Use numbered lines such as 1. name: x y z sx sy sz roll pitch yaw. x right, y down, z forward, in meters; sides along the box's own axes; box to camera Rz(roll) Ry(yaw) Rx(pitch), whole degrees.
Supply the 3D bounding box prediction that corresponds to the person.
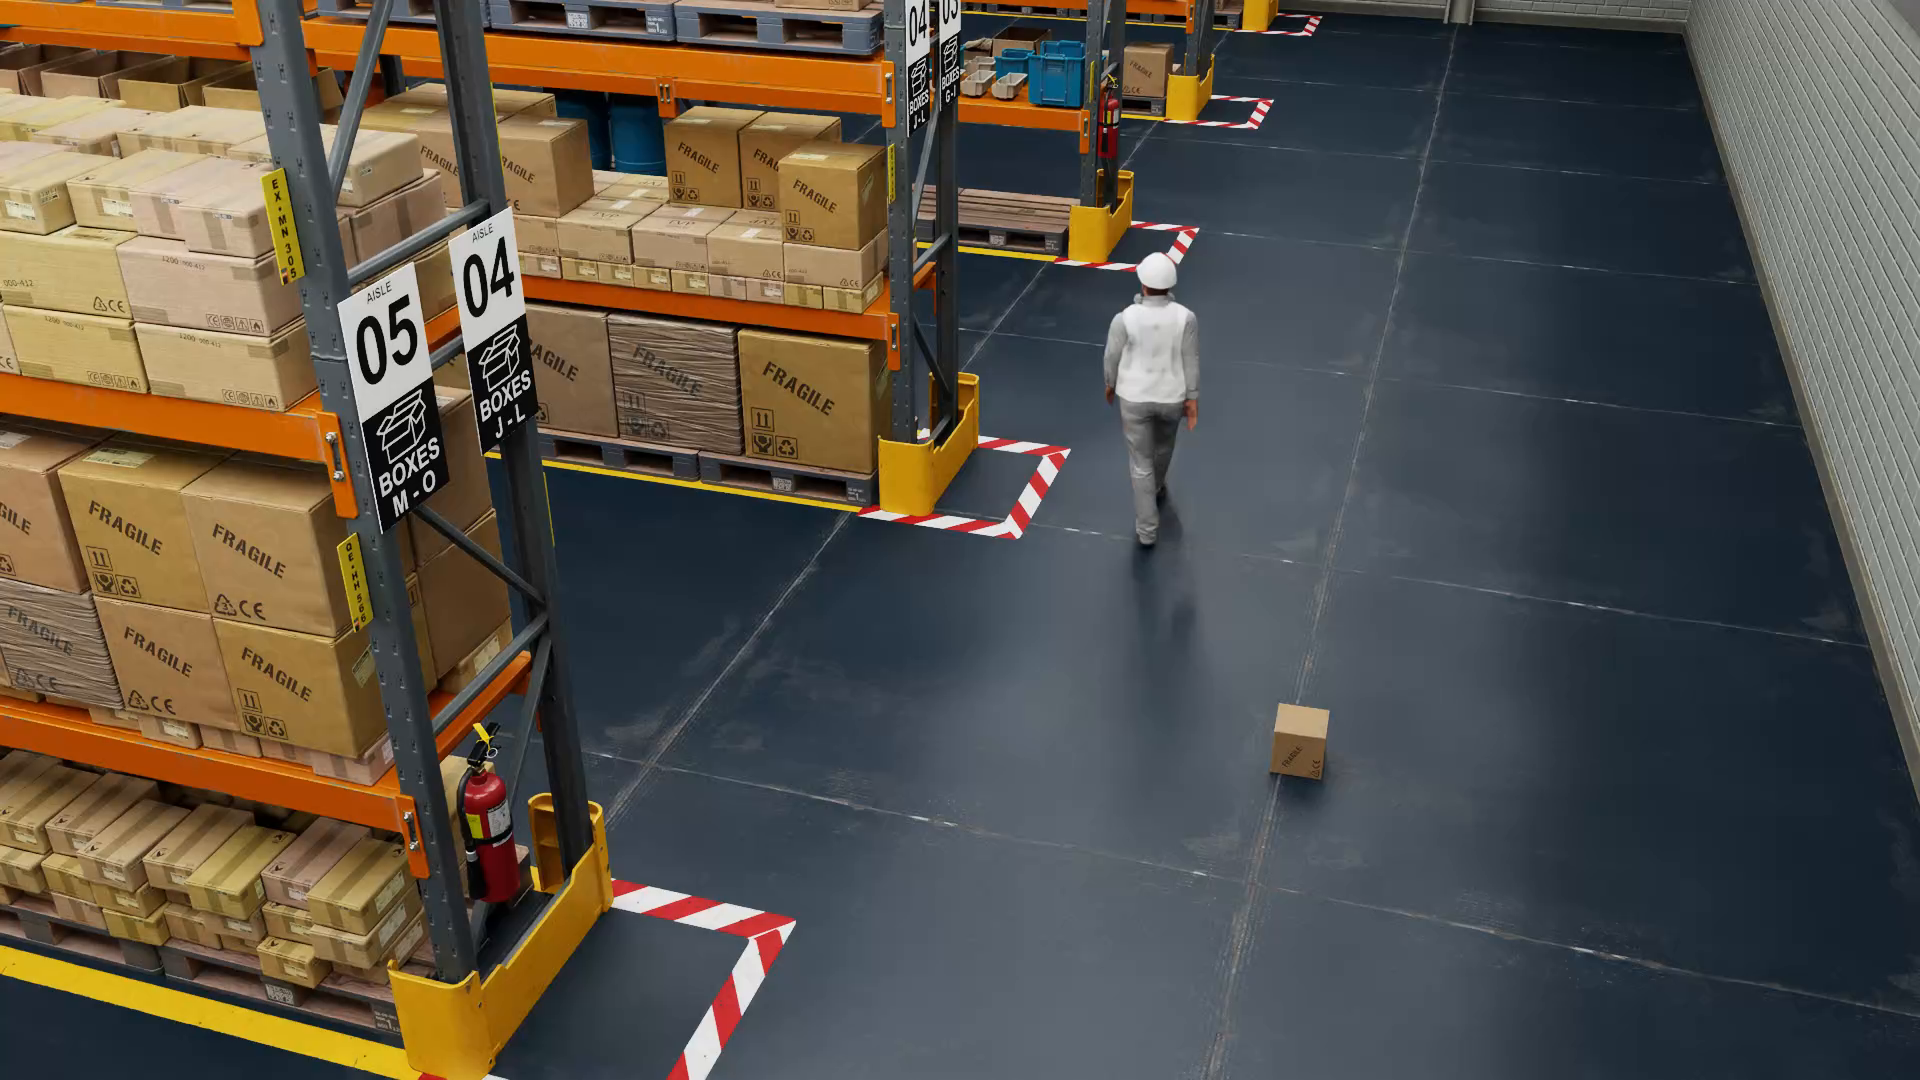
1. person: 1.137 -0.932 10.139 0.556 1.727 0.978 -3 29 -5
